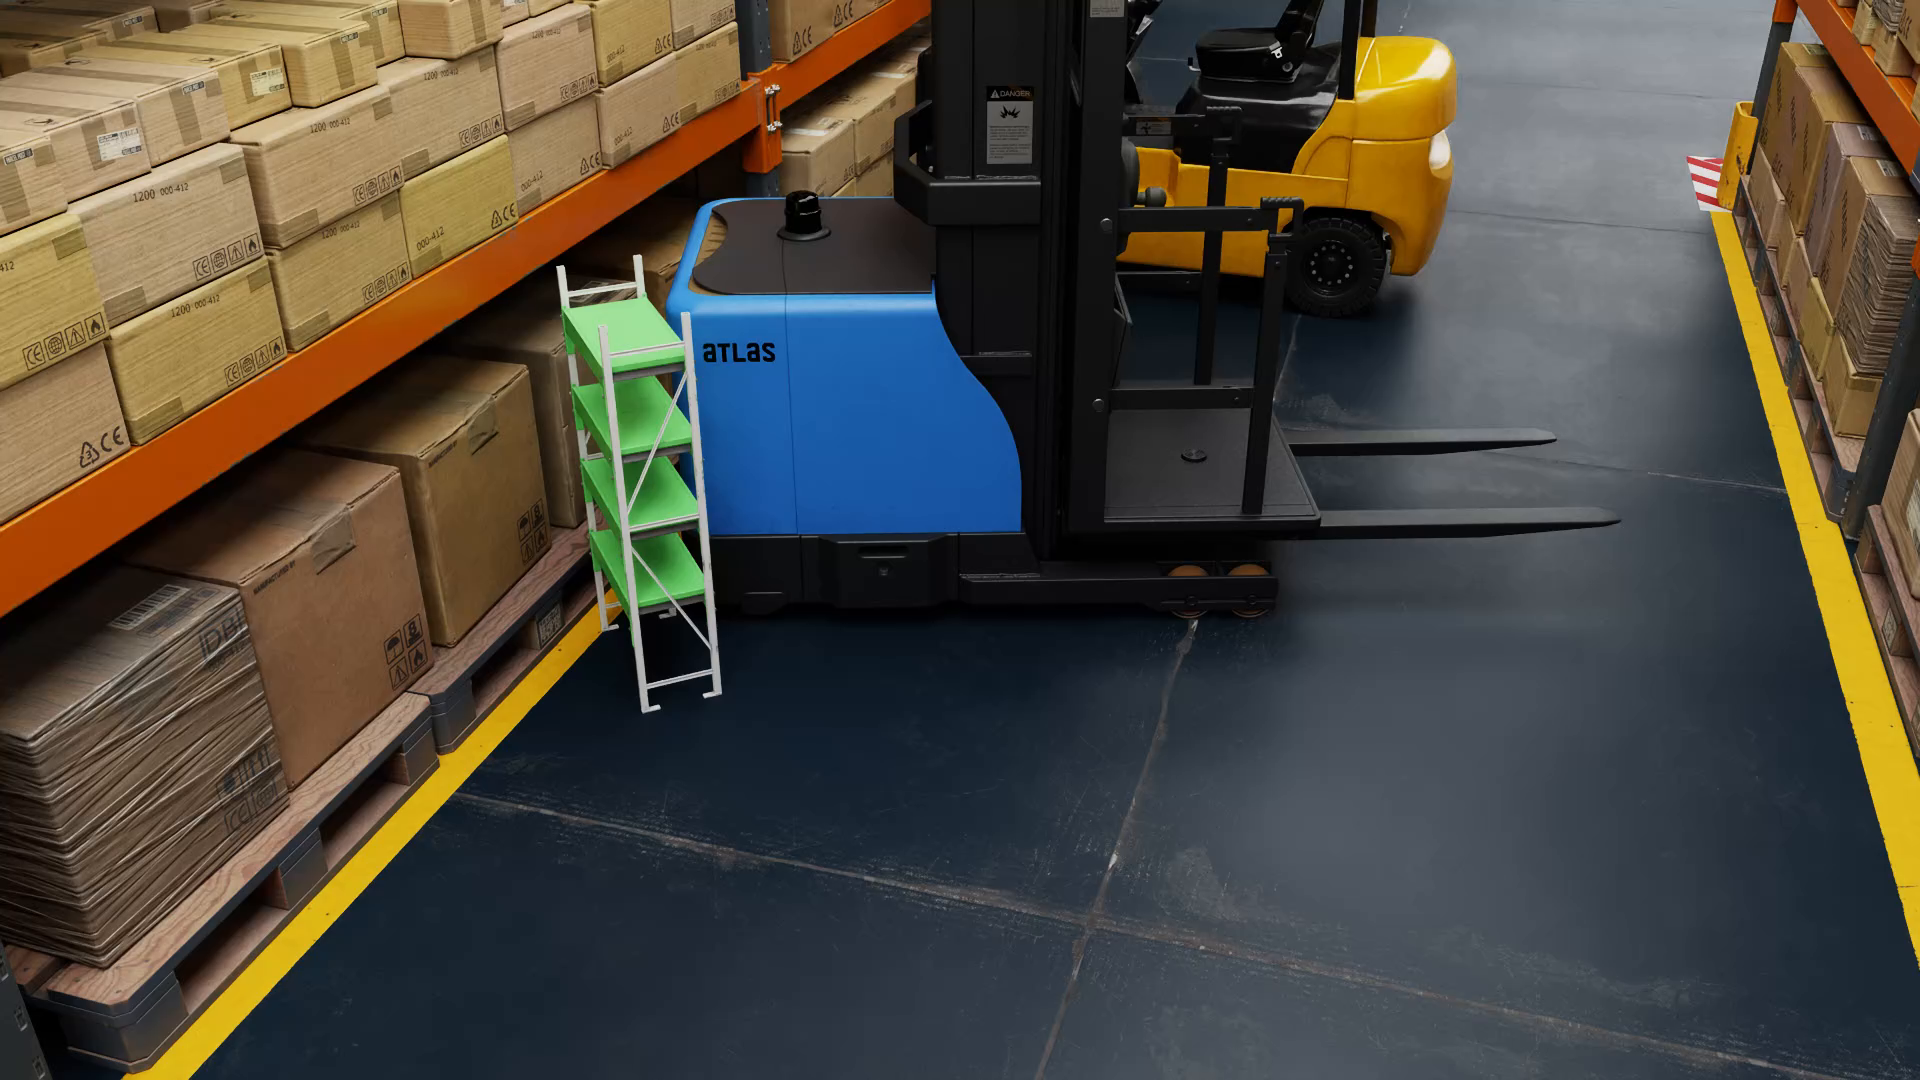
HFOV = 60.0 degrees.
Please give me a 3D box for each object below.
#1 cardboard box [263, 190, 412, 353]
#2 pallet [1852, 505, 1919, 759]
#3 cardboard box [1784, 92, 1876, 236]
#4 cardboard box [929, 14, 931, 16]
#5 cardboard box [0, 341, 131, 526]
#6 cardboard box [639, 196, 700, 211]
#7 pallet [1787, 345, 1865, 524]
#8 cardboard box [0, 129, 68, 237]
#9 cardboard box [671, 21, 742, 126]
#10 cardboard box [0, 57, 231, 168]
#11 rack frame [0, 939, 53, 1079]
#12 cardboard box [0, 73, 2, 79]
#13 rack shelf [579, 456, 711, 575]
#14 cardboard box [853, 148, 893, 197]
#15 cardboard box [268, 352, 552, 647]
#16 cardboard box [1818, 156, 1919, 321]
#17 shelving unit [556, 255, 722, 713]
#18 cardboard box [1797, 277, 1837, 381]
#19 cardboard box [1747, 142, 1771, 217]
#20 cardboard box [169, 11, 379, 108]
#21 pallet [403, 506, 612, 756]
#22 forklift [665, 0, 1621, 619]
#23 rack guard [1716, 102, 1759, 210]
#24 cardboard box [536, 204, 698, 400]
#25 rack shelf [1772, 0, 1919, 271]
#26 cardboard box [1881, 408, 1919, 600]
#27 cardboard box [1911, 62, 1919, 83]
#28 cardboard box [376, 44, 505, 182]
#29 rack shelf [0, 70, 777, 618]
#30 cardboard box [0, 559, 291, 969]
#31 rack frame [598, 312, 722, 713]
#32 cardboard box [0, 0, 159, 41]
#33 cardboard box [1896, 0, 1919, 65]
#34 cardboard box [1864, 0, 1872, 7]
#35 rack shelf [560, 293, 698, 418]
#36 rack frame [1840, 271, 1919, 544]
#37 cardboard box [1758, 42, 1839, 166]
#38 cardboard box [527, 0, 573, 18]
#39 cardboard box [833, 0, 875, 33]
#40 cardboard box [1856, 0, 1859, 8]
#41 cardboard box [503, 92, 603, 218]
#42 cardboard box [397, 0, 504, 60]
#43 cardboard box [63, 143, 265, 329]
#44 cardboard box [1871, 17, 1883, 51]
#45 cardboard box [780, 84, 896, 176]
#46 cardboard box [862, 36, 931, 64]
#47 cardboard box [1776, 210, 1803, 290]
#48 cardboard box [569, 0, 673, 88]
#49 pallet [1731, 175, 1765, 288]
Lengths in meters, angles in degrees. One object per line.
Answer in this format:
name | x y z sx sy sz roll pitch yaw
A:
cardboard box | -1.709 -0.689 4.057 0.500 0.250 0.500 8 30 13
pallet | 3.323 0.319 4.960 1.003 0.211 1.213 8 30 15
cardboard box | 3.912 -1.608 7.181 0.500 0.500 0.500 9 30 16
cardboard box | -0.003 -2.750 8.975 0.500 0.250 0.500 9 30 16
cardboard box | -2.006 -0.215 3.206 0.500 0.250 0.500 9 30 15
cardboard box | -1.249 -1.424 7.107 0.500 0.250 0.500 8 30 14
pallet | 3.713 -0.360 6.181 1.003 0.211 1.213 8 30 15
cardboard box | -1.918 -0.667 3.093 0.380 0.149 0.250 9 30 16
cardboard box | -1.094 -1.631 5.751 0.500 0.250 0.500 9 30 16
cardboard box | -1.802 -0.913 3.536 0.380 0.149 0.250 9 30 15
rack frame | -2.367 -0.109 2.860 0.949 2.616 0.053 8 30 15
cardboard box | -2.358 -0.990 3.674 0.380 0.149 0.250 8 30 14
rack shelf | -0.918 -0.099 4.824 0.258 0.148 0.480 -12 31 -21
cardboard box | -0.613 -1.584 7.394 0.500 0.250 0.500 8 30 15
cardboard box | -1.792 -0.161 4.964 0.875 0.625 0.625 7 30 13
cardboard box | 3.615 -1.121 6.305 0.500 0.500 0.500 9 30 16
shelving unit | -0.918 -0.154 4.793 0.258 1.200 0.503 -12 31 -21
cardboard box | 3.613 -0.806 6.509 0.500 0.250 0.500 8 30 14
cardboard box | 4.223 -1.767 8.238 0.500 0.250 0.500 8 30 14
cardboard box | -1.626 -1.144 3.951 0.380 0.149 0.250 9 30 16
pallet | -1.731 0.167 5.233 1.003 0.211 1.213 8 30 15
forklift | 0.627 -1.289 5.053 3.031 2.935 1.130 -1 29 -1
rack guard | 4.702 -1.993 8.819 1.175 0.500 0.348 8 30 15
cardboard box | -1.339 -0.870 6.239 0.875 0.625 0.625 10 31 17
rack shelf | 4.137 -1.877 6.778 1.077 0.370 4.000 8 30 15
cardboard box | 3.398 -0.053 5.031 0.950 0.372 0.625 9 30 16
cardboard box | 3.657 -1.686 5.953 0.380 0.149 0.250 8 30 14
cardboard box | -1.562 -1.148 4.368 0.500 0.250 0.500 9 30 16
rack shelf | -1.783 -0.725 4.707 1.077 0.370 4.000 8 30 15
cardboard box | -2.174 0.457 3.854 0.875 0.625 0.625 9 30 16
rack frame | -0.818 -0.046 4.599 0.240 1.200 0.015 -12 31 -21
cardboard box | -2.214 -1.228 4.102 0.380 0.149 0.250 8 30 14
cardboard box | 3.587 -1.918 5.703 0.500 0.500 0.500 10 30 17
cardboard box | 3.881 -2.398 6.567 0.500 0.500 0.500 8 30 14
rack shelf | -0.918 -0.518 4.591 0.258 0.148 0.480 -12 31 -21
rack frame | 3.550 -1.262 4.933 1.000 3.000 0.127 8 30 15
cardboard box | 4.217 -2.084 8.035 0.500 0.500 0.500 7 30 13
cardboard box | -1.352 -1.622 4.811 0.380 0.149 0.250 8 30 14
cardboard box | -0.679 -2.426 6.922 0.500 0.500 0.500 9 30 16
cardboard box | 4.028 -2.284 7.028 0.380 0.149 0.250 10 30 17
cardboard box | -1.411 -1.171 4.923 0.500 0.250 0.500 9 30 15
cardboard box | -1.435 -1.373 4.362 0.380 0.149 0.250 8 30 14
cardboard box | -1.858 -0.666 3.502 0.500 0.250 0.500 9 30 16
cardboard box | 3.752 -1.932 6.396 0.380 0.149 0.250 8 30 14
cardboard box | -0.594 -1.804 7.274 0.500 0.250 0.500 9 30 15
cardboard box | -0.298 -2.279 8.130 0.500 0.250 0.500 8 30 14
cardboard box | 3.918 -1.276 7.354 0.500 0.250 0.500 11 31 18
cardboard box | -1.240 -1.617 5.210 0.500 0.250 0.500 8 30 14
pallet | 4.430 -1.494 8.219 1.003 0.211 1.213 8 30 15
